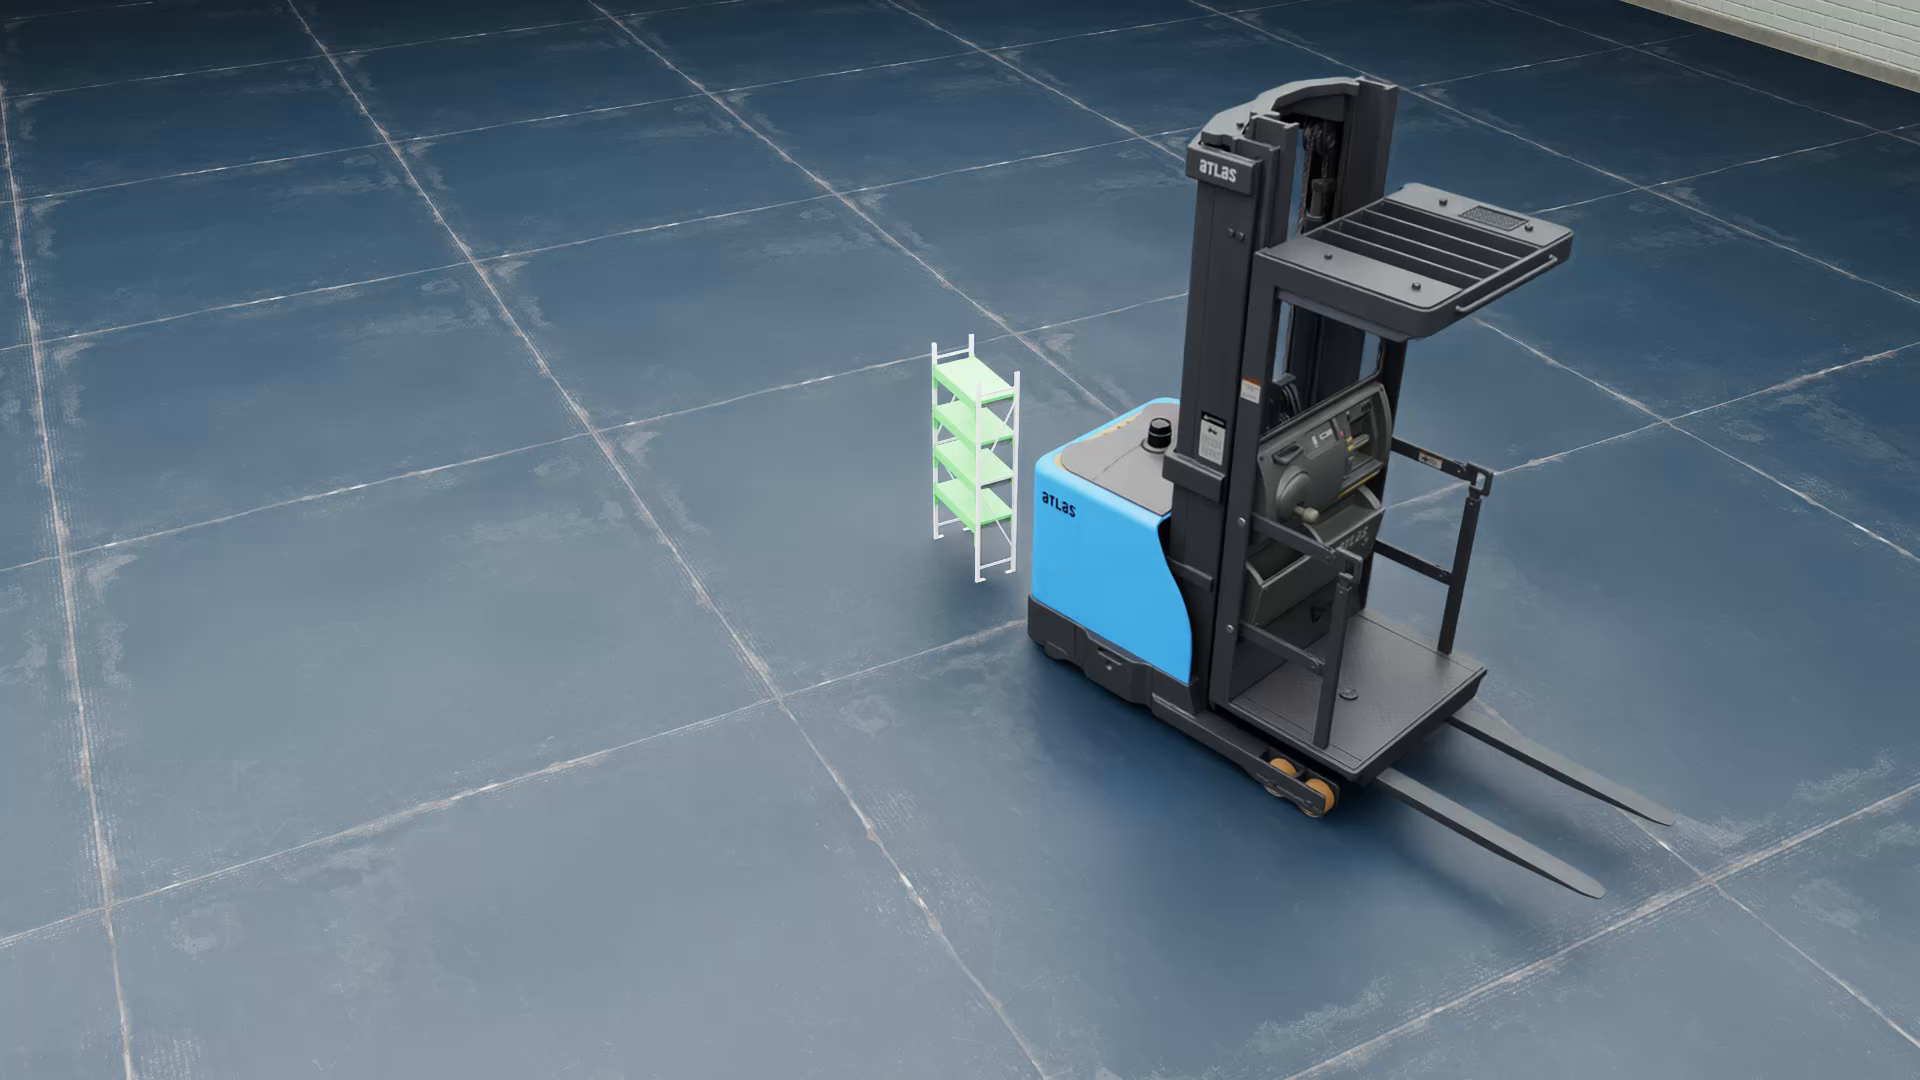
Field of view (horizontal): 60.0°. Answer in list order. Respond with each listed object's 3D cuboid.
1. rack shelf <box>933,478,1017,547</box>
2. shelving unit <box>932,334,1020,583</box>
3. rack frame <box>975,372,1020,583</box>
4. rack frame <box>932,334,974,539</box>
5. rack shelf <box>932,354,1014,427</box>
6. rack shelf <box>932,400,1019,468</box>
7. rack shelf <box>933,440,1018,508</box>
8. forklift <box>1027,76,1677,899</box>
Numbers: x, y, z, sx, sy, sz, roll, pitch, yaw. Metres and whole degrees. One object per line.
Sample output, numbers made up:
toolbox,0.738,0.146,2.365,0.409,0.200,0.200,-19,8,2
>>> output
rack shelf,0.077,-0.170,8.986,0.258,0.148,0.480,-16,36,-23
shelving unit,0.077,-0.426,8.822,0.258,1.200,0.503,-16,36,-23
rack frame,0.191,-0.310,8.640,0.240,1.200,0.015,-16,36,-23
rack frame,-0.037,-0.543,9.003,0.240,1.200,0.015,-16,36,-23
rack shelf,0.077,-0.777,8.597,0.258,0.148,0.480,-16,36,-23
rack shelf,0.077,-0.574,8.727,0.258,0.148,0.480,-16,36,-23
rack shelf,0.077,-0.372,8.856,0.258,0.148,0.480,-16,36,-23
forklift,1.729,-0.326,7.060,1.130,2.935,3.031,-28,42,-36
